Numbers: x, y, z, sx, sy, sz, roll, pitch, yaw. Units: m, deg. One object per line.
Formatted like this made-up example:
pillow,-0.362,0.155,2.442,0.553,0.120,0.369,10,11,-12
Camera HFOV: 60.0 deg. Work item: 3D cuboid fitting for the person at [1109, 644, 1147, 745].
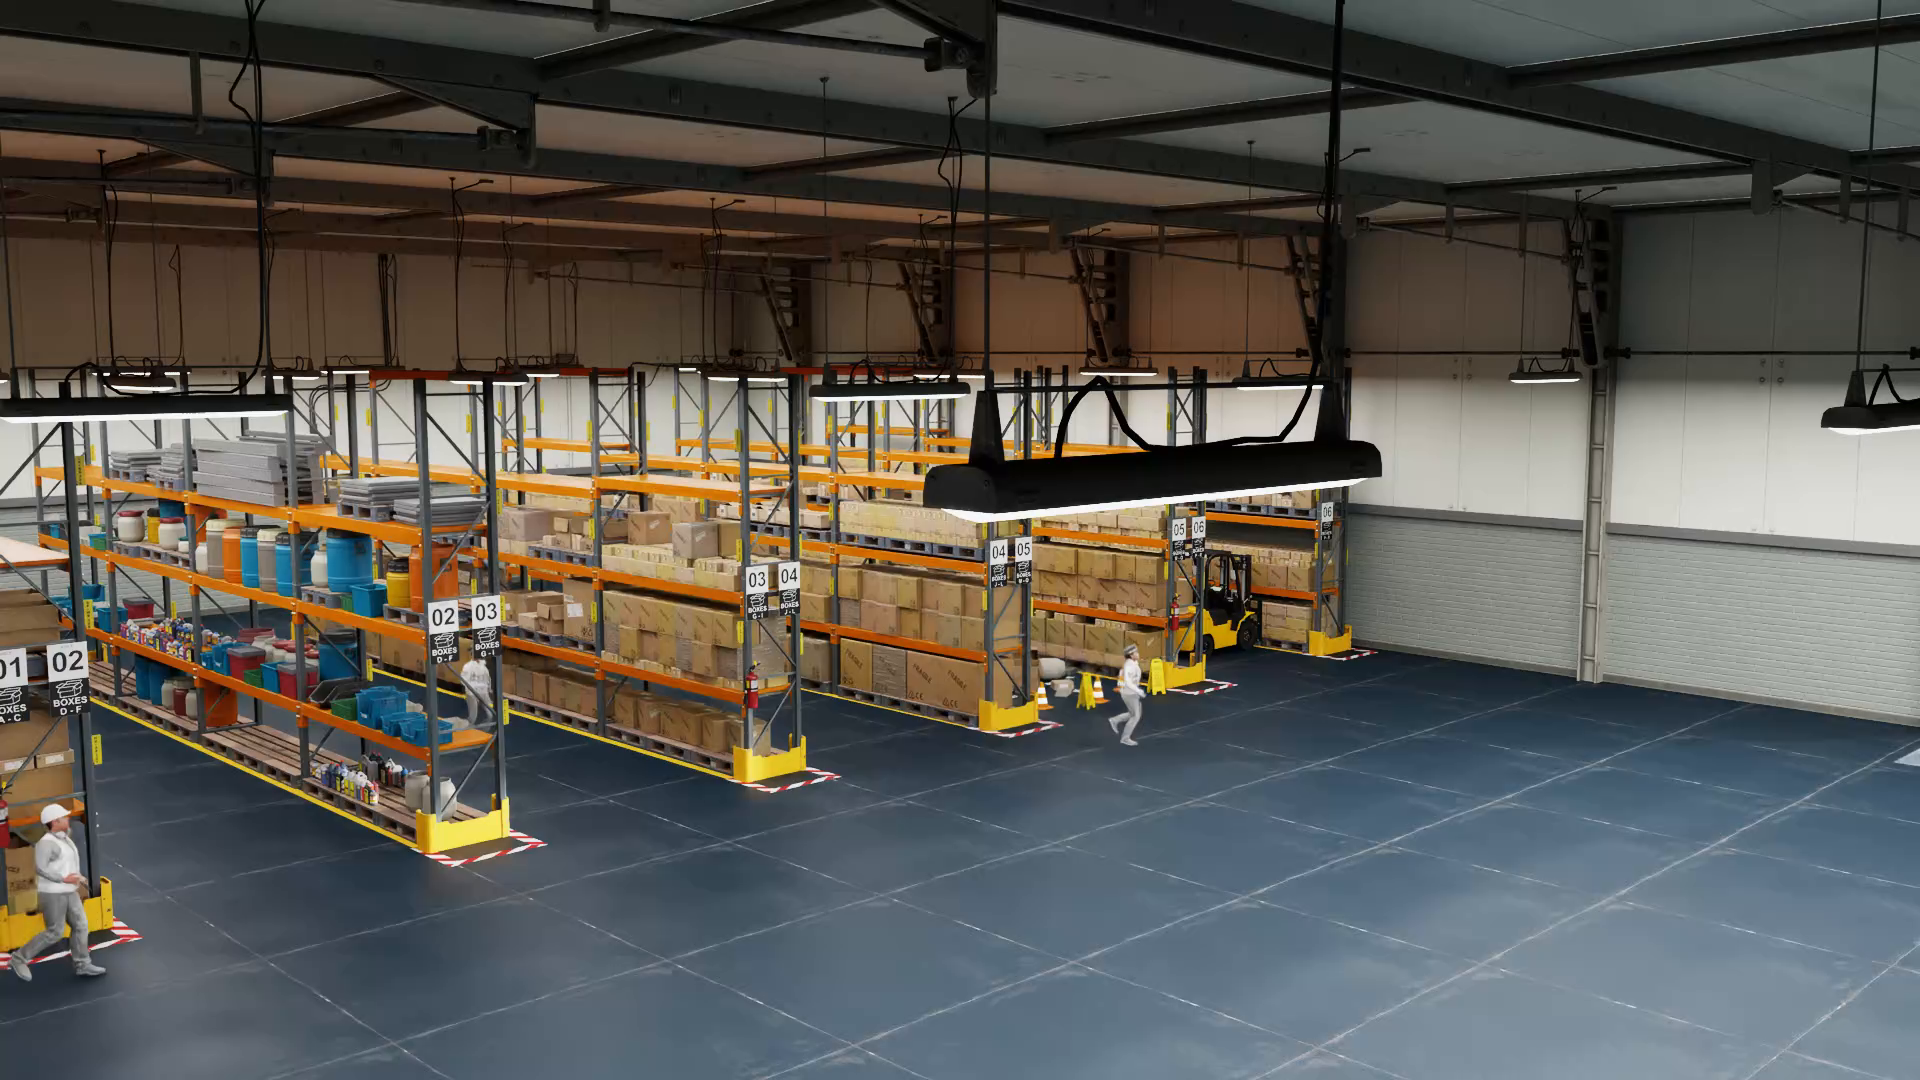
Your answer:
person,2.714,2.489,26.903,0.619,1.674,0.634,1,7,9

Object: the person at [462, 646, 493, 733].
person,-7.698,2.509,26.617,0.698,1.743,0.625,5,8,39

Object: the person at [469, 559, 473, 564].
person,-11.810,1.039,39.995,0.822,1.607,0.744,-6,9,-42

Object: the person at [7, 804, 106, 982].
person,-9.180,3.550,16.904,0.879,1.752,0.727,-2,7,-16
